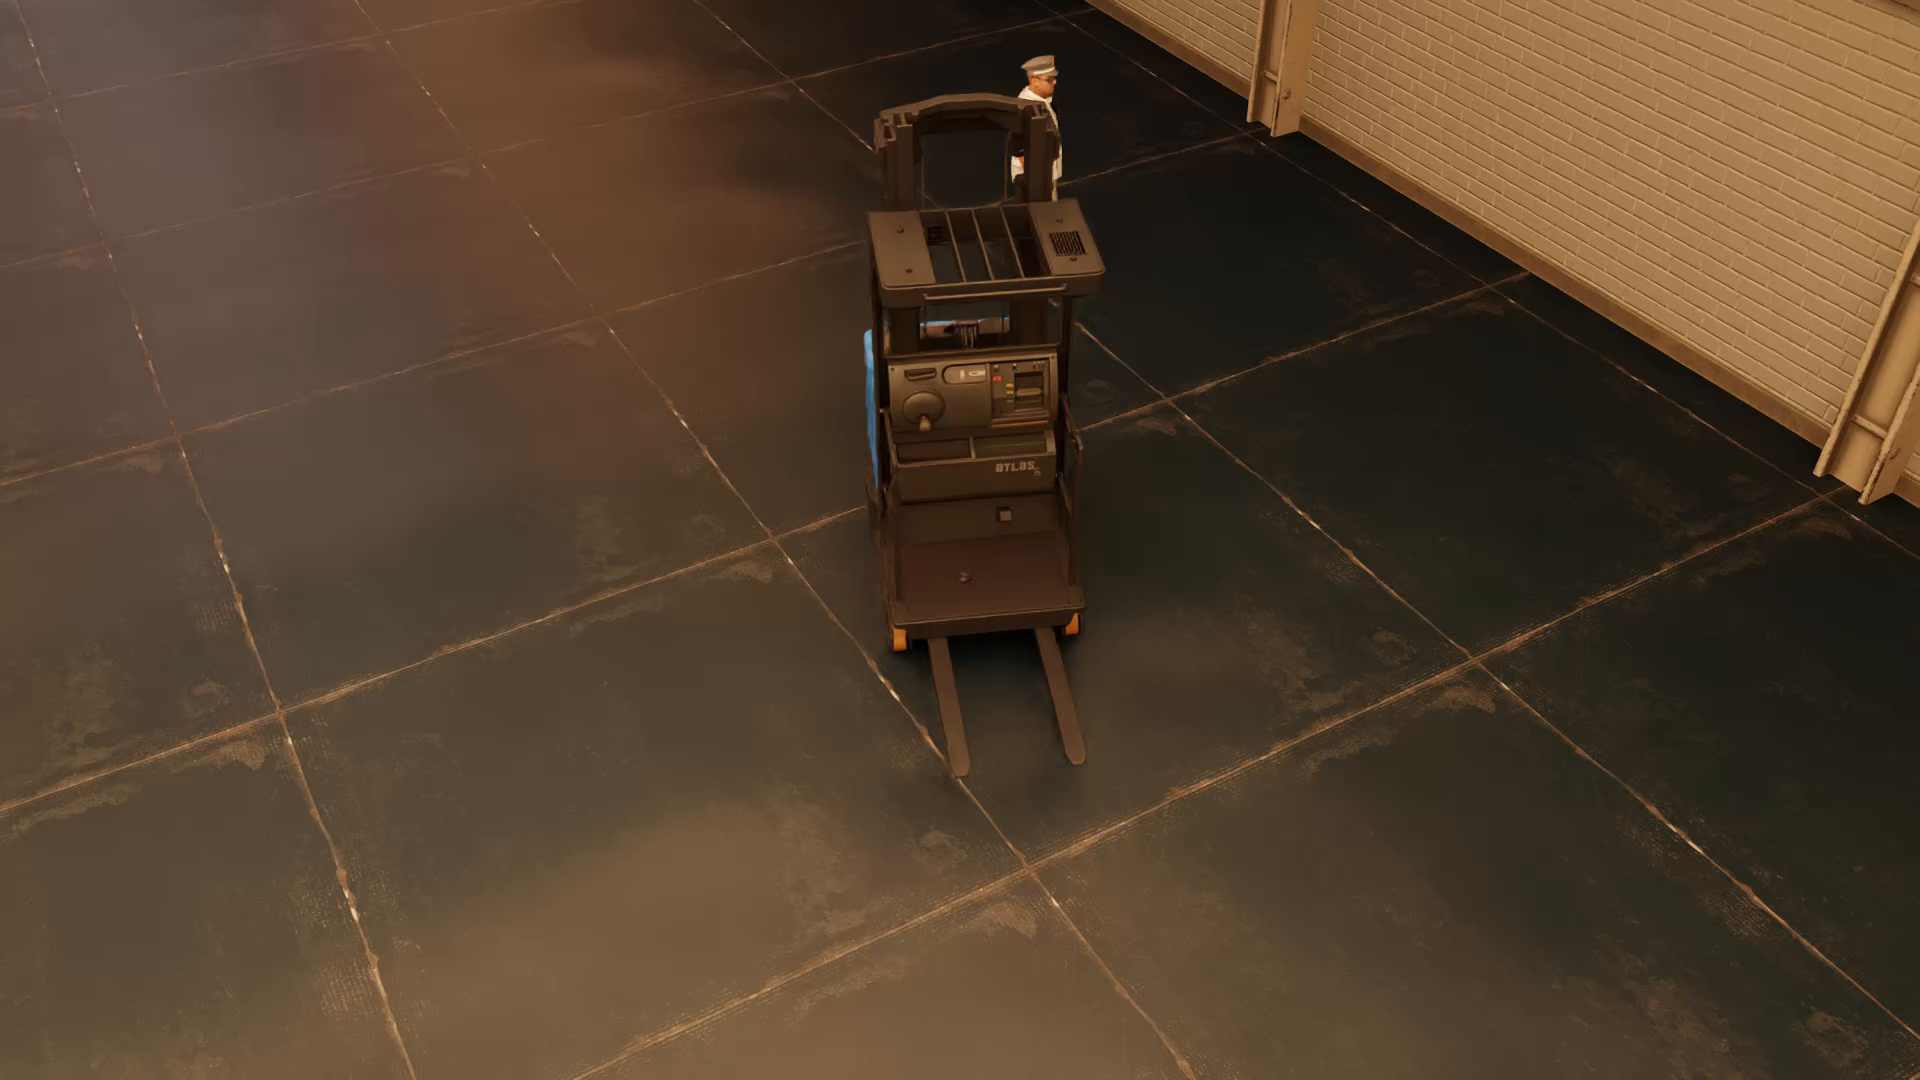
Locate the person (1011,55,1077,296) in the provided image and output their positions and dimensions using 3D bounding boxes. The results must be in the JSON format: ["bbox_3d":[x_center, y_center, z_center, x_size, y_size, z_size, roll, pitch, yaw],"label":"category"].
[{"bbox_3d":[0.649,-2.677,12.171,0.556,1.772,0.693,1,40,1],"label":"person"}]

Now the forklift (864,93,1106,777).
[{"bbox_3d":[0.106,-0.731,8.918,1.130,2.935,3.031,-5,40,-6],"label":"forklift"}]
